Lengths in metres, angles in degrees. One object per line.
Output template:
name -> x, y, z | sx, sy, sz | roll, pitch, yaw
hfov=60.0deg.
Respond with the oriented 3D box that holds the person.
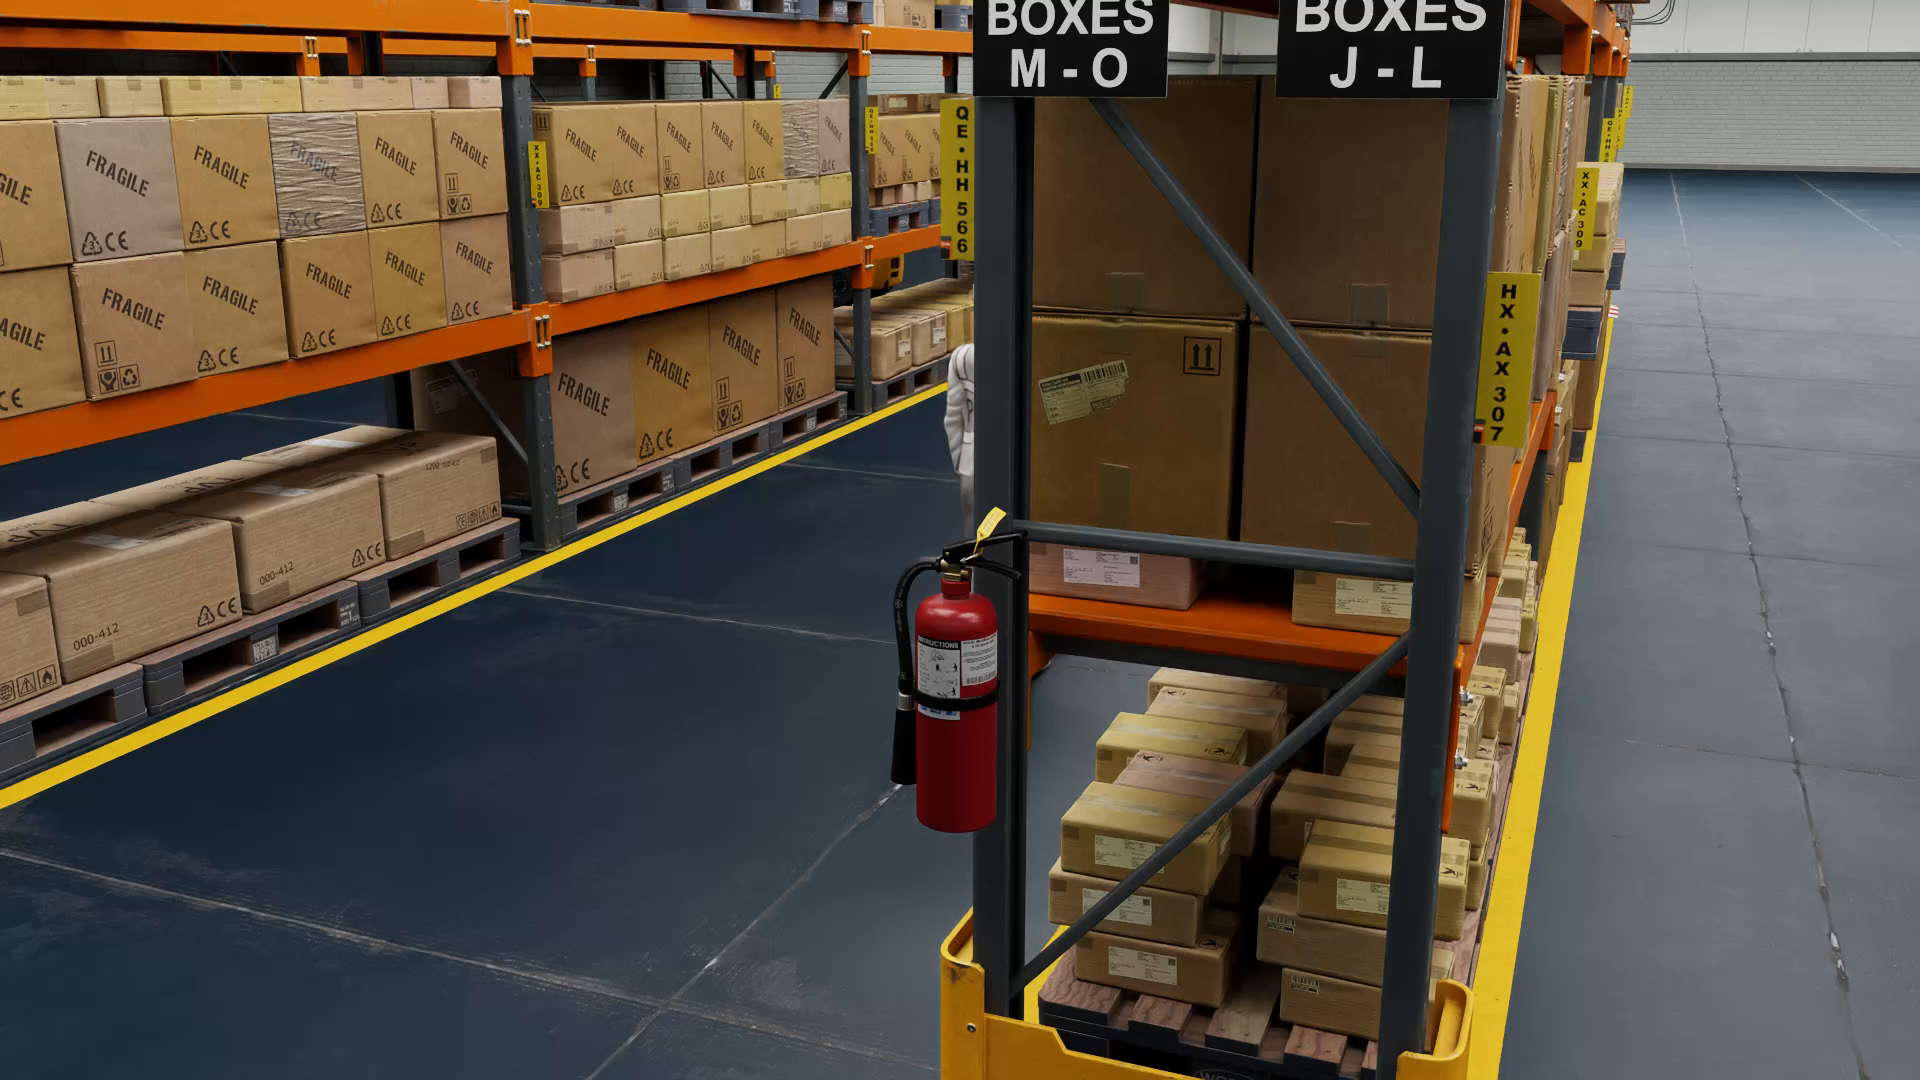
person -> 0.172, -0.246, 6.965 | 0.488, 1.649, 0.396 | 6, 17, 22
